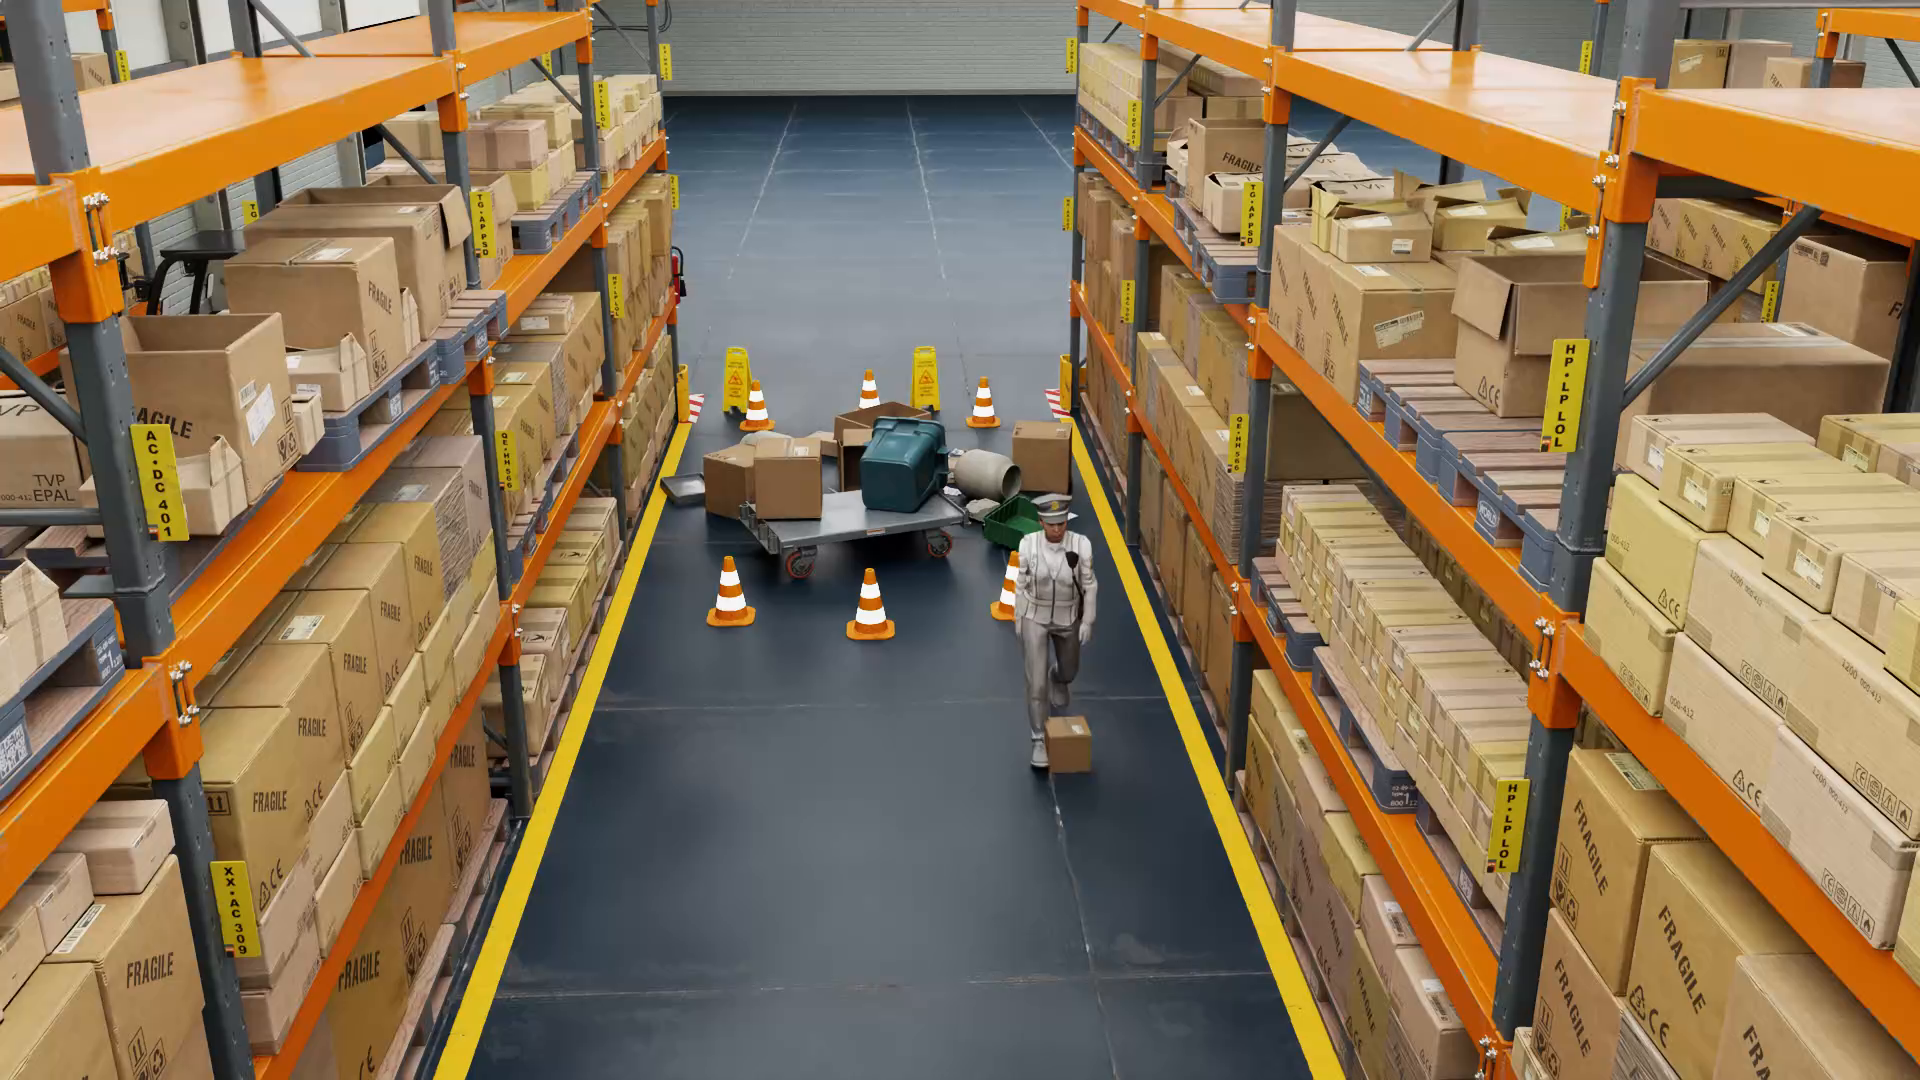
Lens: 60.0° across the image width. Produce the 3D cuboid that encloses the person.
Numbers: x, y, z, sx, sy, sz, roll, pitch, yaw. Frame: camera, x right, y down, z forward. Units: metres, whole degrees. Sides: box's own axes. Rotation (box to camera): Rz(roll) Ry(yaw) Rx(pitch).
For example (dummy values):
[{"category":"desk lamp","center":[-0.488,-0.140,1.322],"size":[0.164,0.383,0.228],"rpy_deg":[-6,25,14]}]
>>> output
[{"category":"person","center":[0.564,0.444,9.893],"size":[0.488,1.624,0.938],"rpy_deg":[0,21,-1]}]
